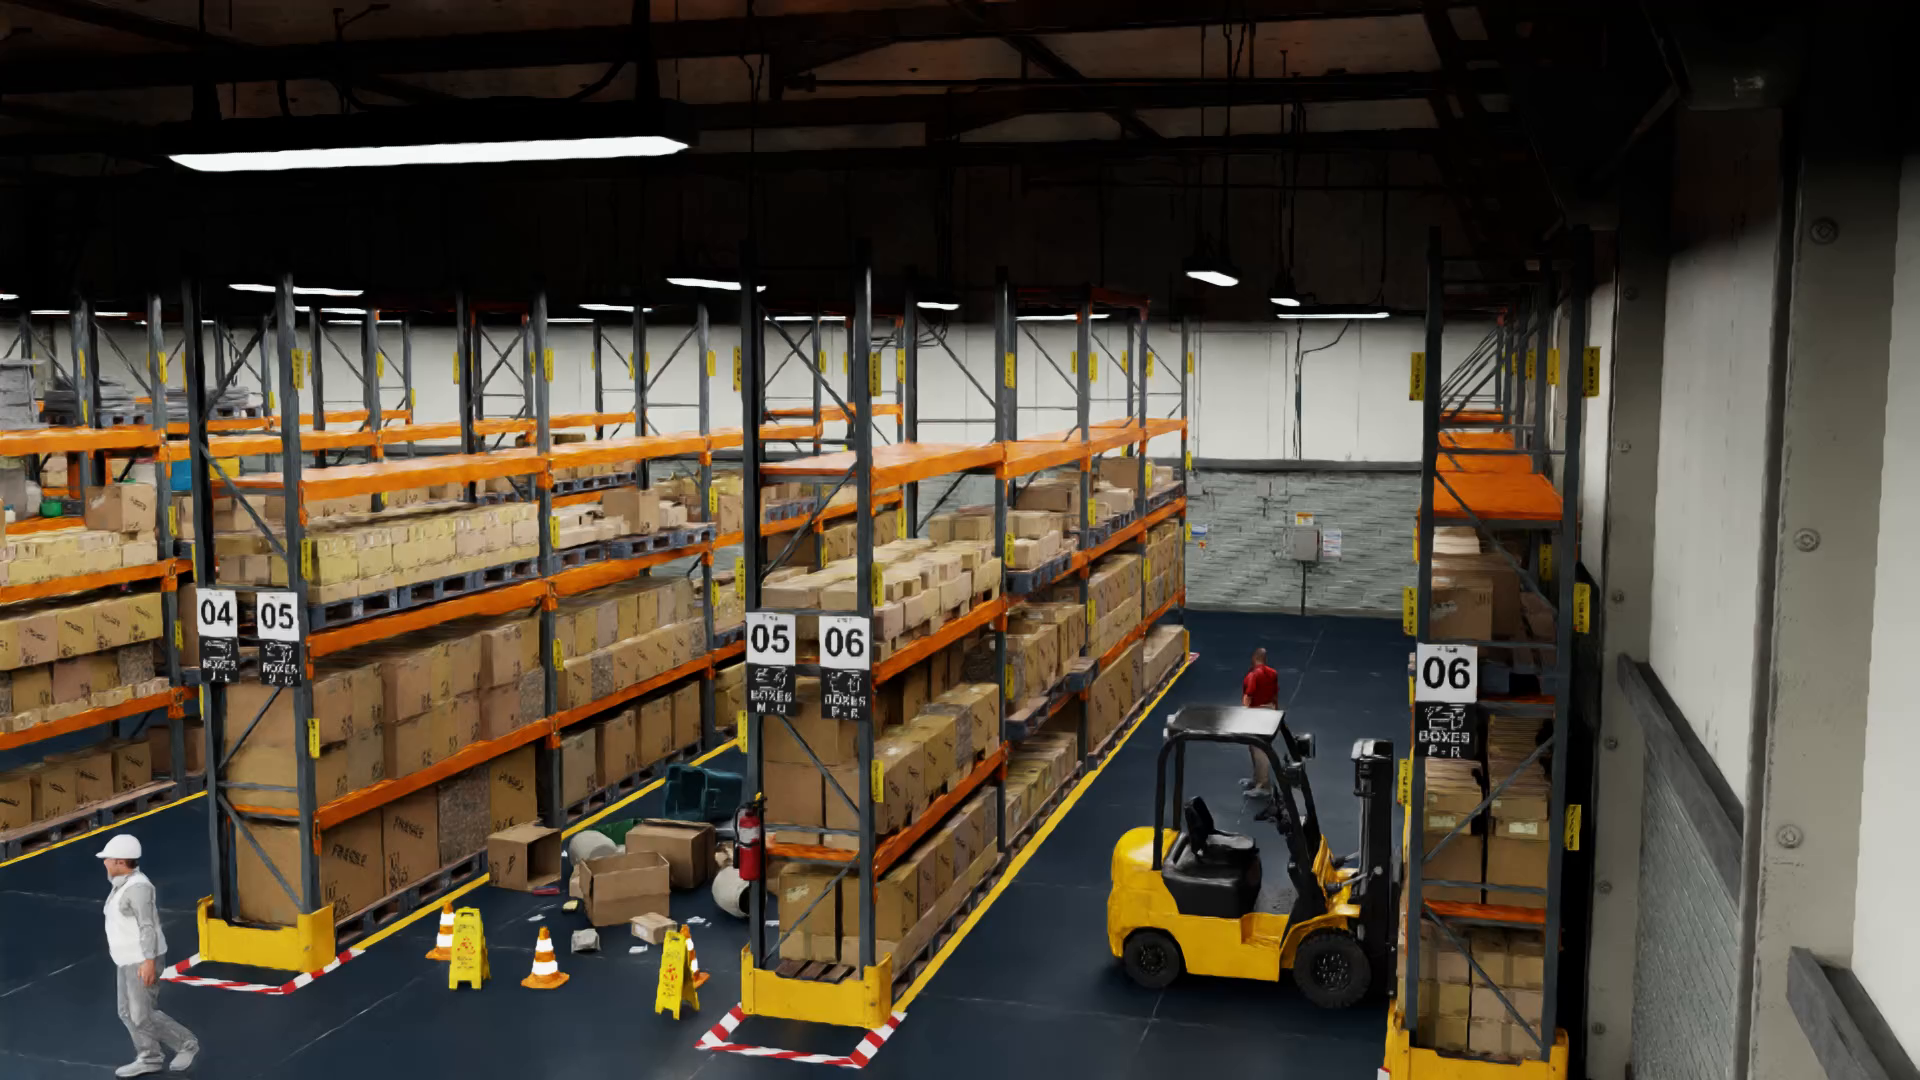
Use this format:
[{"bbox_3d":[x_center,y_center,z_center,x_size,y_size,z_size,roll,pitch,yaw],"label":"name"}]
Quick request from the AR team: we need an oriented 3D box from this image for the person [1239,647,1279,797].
[{"bbox_3d":[3.497,2.107,19.597,0.580,1.721,0.654,6,9,43],"label":"person"}]

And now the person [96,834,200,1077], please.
[{"bbox_3d":[-5.823,2.965,11.925,0.567,1.761,0.584,-5,8,-38],"label":"person"}]
